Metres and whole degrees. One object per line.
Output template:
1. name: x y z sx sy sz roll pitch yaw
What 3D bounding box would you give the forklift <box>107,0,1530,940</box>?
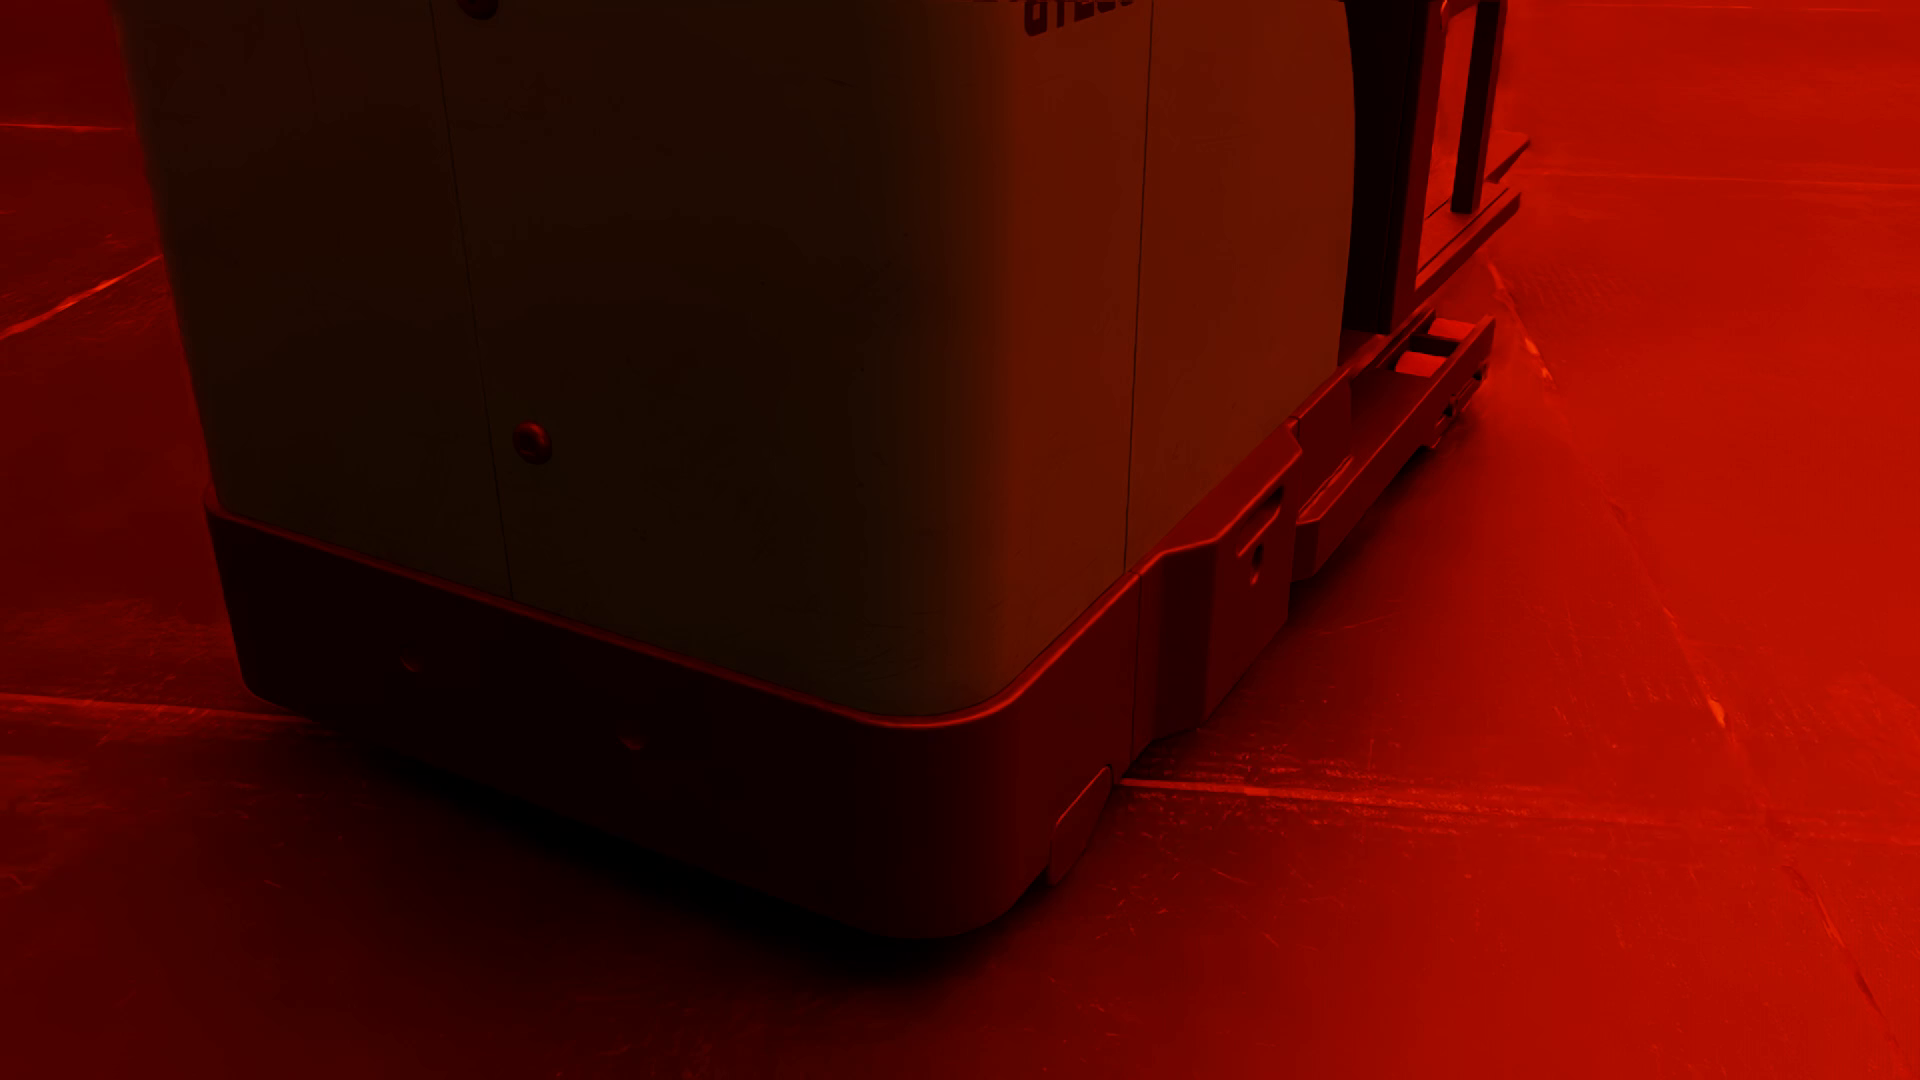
1. forklift: 0.293 -1.553 2.330 1.130 2.935 3.031 14 30 26
